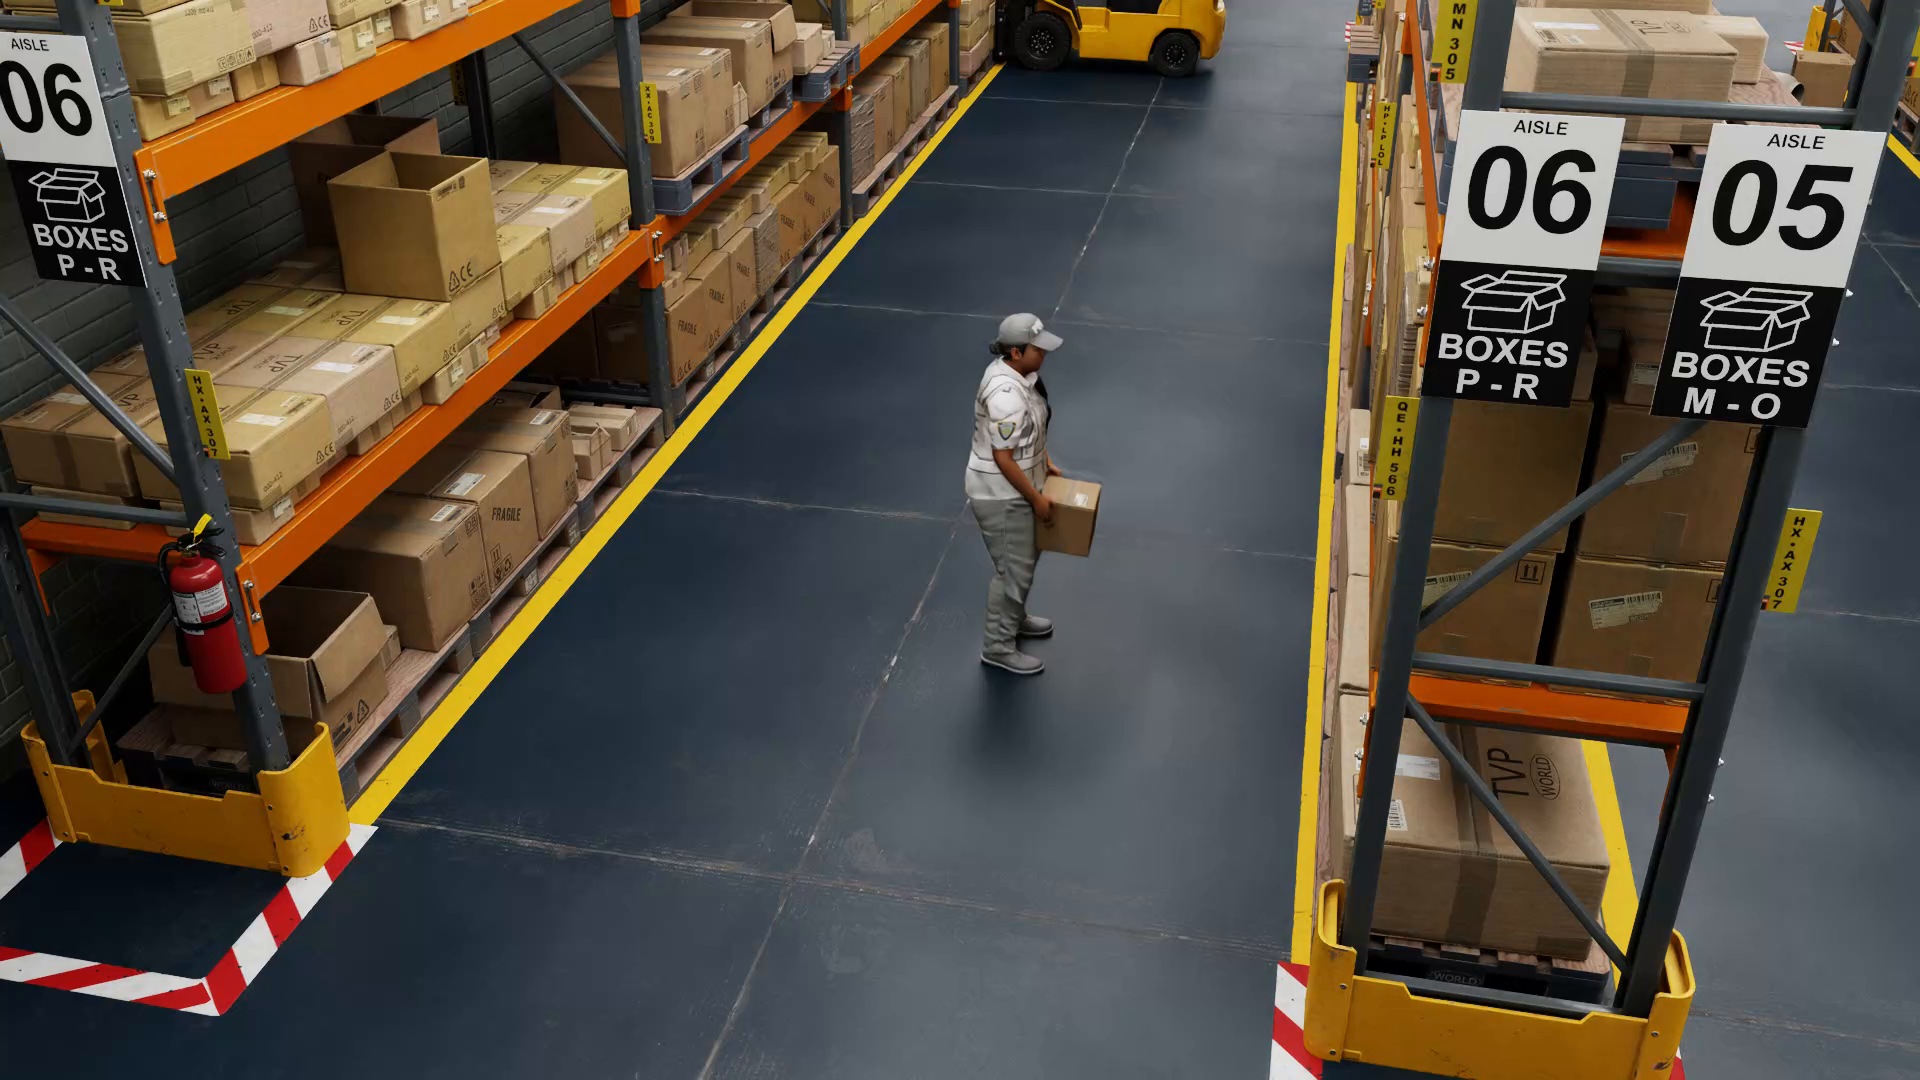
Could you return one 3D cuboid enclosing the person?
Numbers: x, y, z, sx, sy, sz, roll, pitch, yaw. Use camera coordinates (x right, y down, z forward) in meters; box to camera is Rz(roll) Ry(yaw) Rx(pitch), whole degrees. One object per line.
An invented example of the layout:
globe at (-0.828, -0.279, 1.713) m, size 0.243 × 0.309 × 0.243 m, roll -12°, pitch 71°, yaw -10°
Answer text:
person at (0.244, -0.231, 7.531) m, size 0.426 × 1.672 × 0.513 m, roll 5°, pitch 29°, yaw 10°
